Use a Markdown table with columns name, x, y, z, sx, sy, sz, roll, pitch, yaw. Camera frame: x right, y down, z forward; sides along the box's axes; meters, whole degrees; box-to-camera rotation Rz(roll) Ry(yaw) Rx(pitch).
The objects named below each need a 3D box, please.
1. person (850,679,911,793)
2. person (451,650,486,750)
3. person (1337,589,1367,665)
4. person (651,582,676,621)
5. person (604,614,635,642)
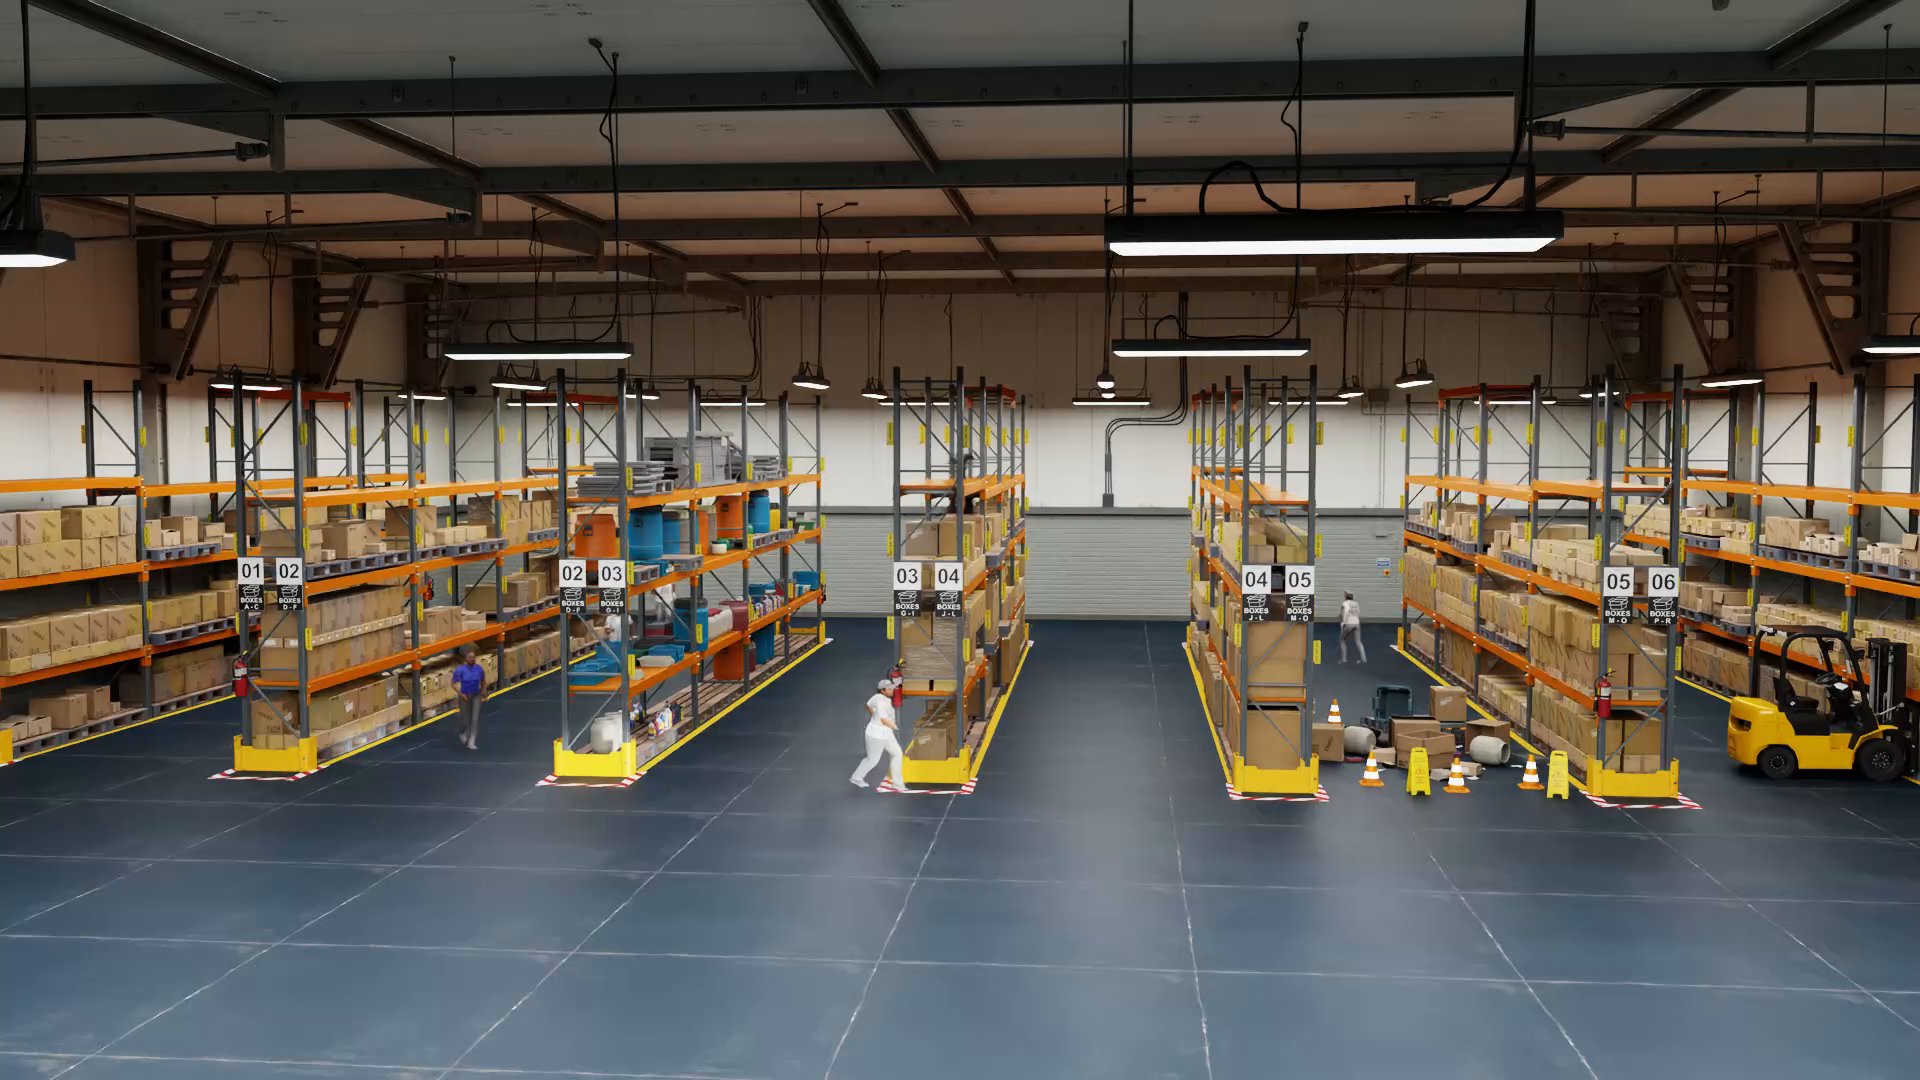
| name | x | y | z | sx | sy | sz | roll | pitch | yaw |
| --- | --- | --- | --- | --- | --- | --- | --- | --- | --- |
| person | -1.166 | 2.764 | 23.261 | 0.874 | 1.663 | 0.624 | 1 | 4 | 13 |
| person | -7.907 | 2.594 | 26.761 | 0.572 | 1.523 | 0.646 | -2 | 4 | -29 |
| person | 8.569 | 1.921 | 36.342 | 0.597 | 1.660 | 0.942 | -1 | 4 | -19 |
| person | -7.338 | 1.556 | 41.187 | 0.655 | 1.835 | 0.854 | -1 | 4 | -15 |
| person | -6.831 | 2.079 | 33.327 | 0.528 | 1.740 | 0.861 | 0 | 4 | 5 |
